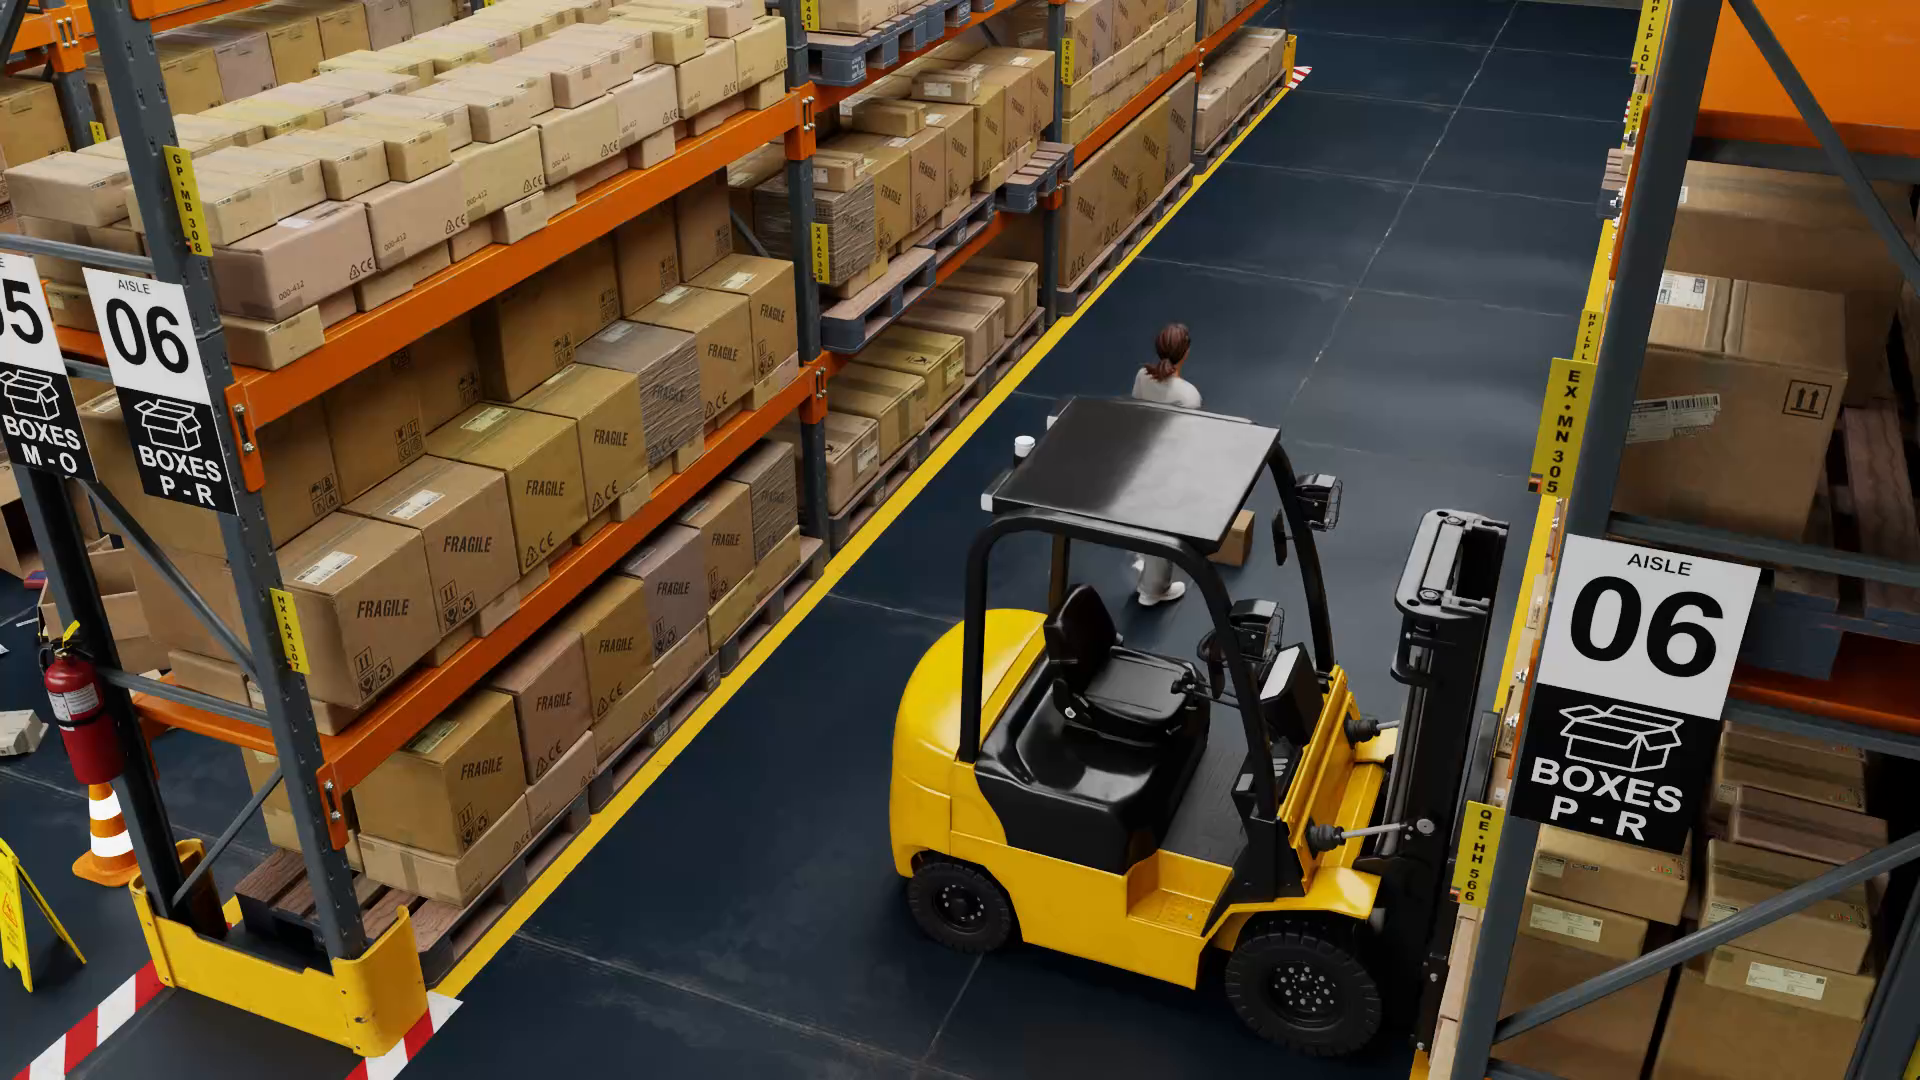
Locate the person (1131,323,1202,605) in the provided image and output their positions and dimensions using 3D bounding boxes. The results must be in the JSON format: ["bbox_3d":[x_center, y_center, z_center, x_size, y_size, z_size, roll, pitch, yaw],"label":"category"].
[{"bbox_3d":[1.168,-0.406,9.089,0.467,1.687,0.458,-17,34,-27],"label":"person"}]
